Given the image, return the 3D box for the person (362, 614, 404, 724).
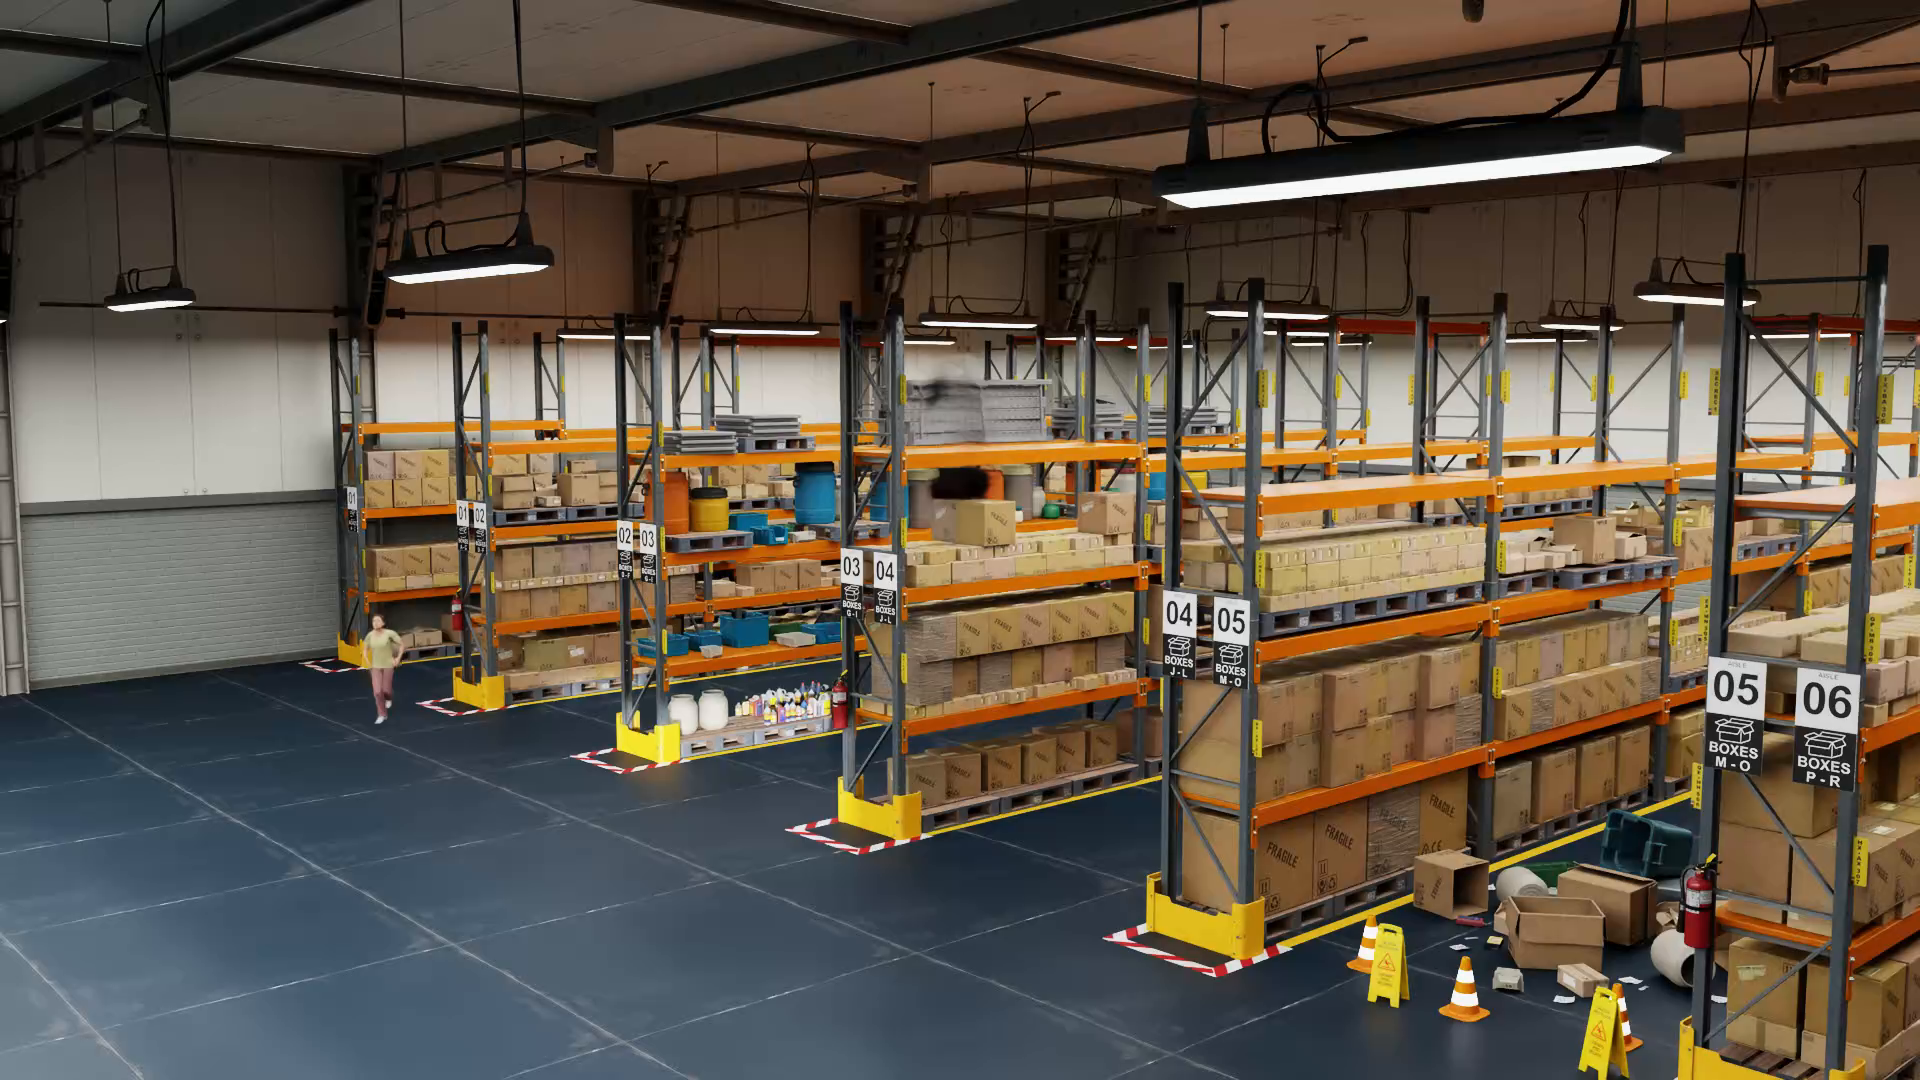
[{"bbox_3d":[-8.632,1.906,24.917,0.599,1.649,0.624,0,6,-3],"label":"person"}]
